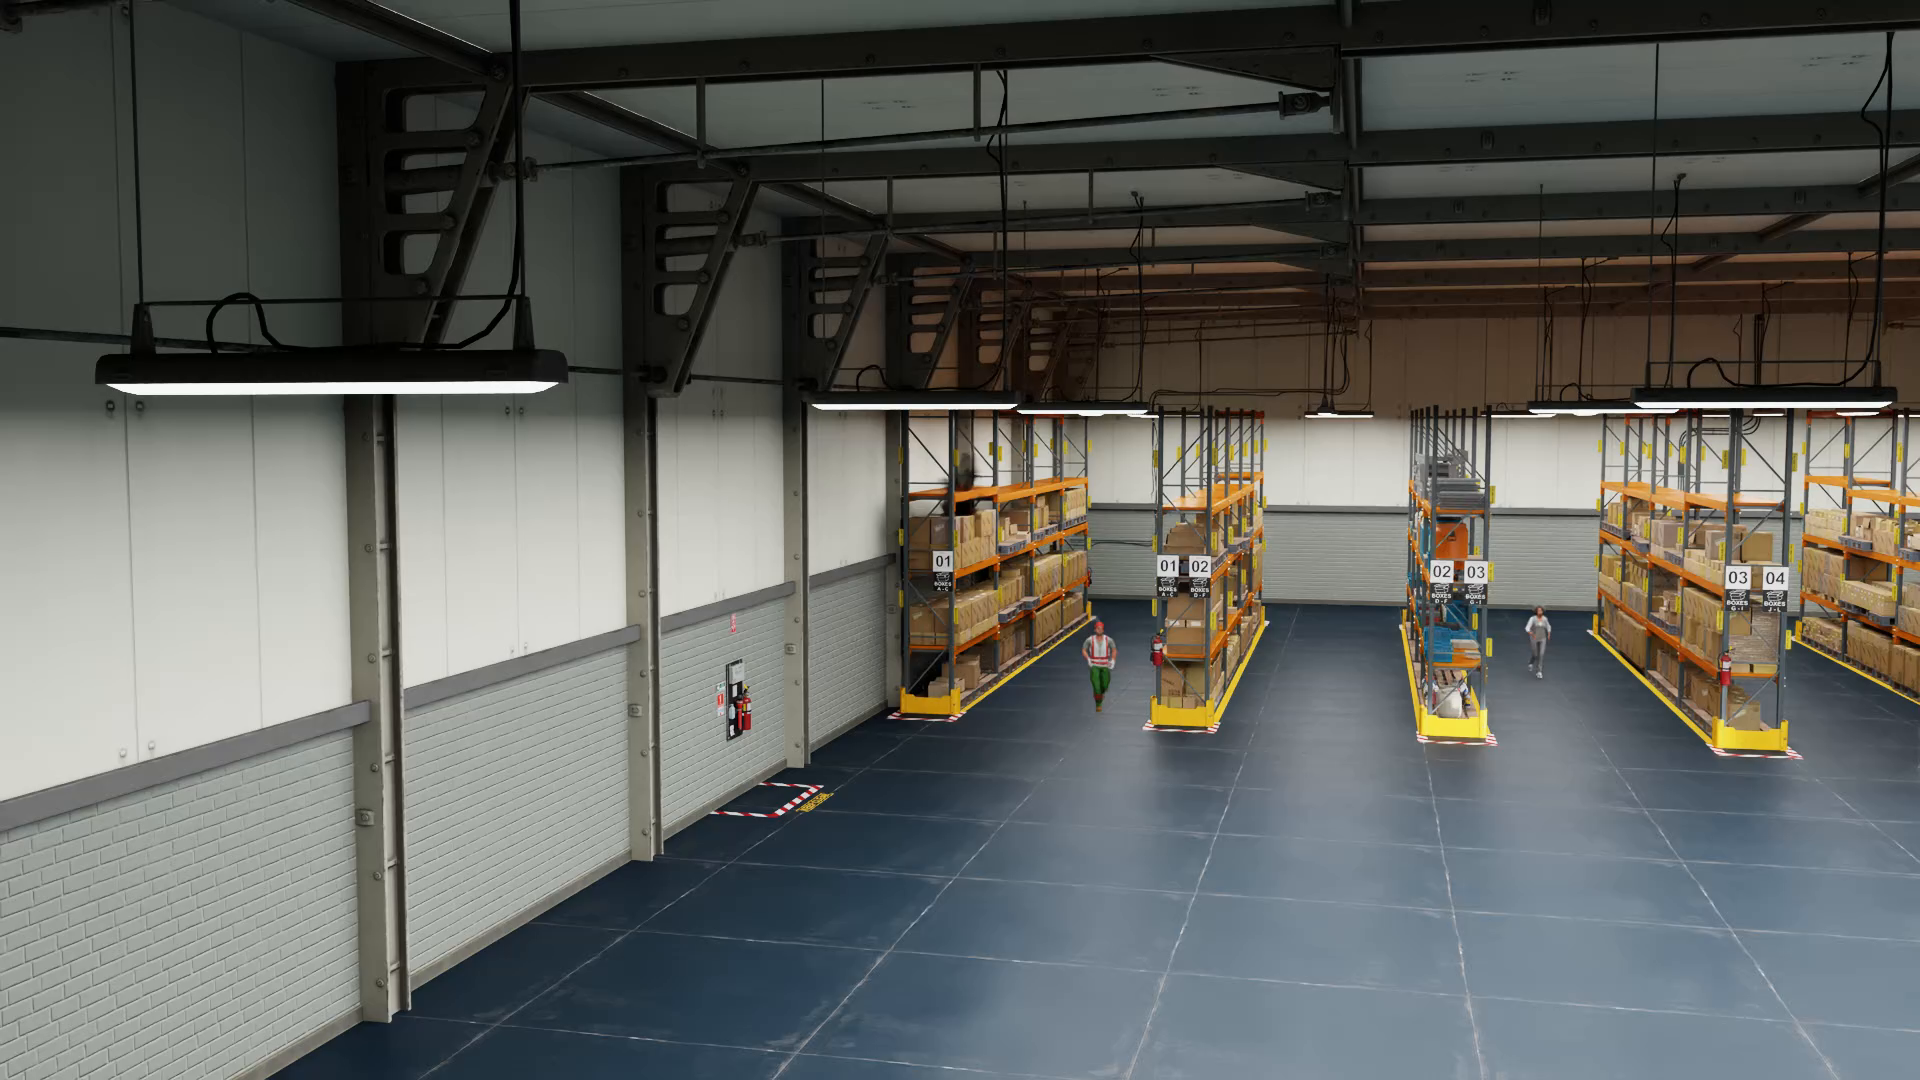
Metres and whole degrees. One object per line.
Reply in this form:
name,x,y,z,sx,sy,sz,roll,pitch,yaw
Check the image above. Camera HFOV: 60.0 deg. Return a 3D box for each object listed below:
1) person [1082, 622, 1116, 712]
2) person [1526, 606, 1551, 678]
person,2.731,2.466,32.649,0.684,1.748,0.633,0,4,-3
person,12.976,2.268,37.318,0.566,1.592,0.670,0,4,5
